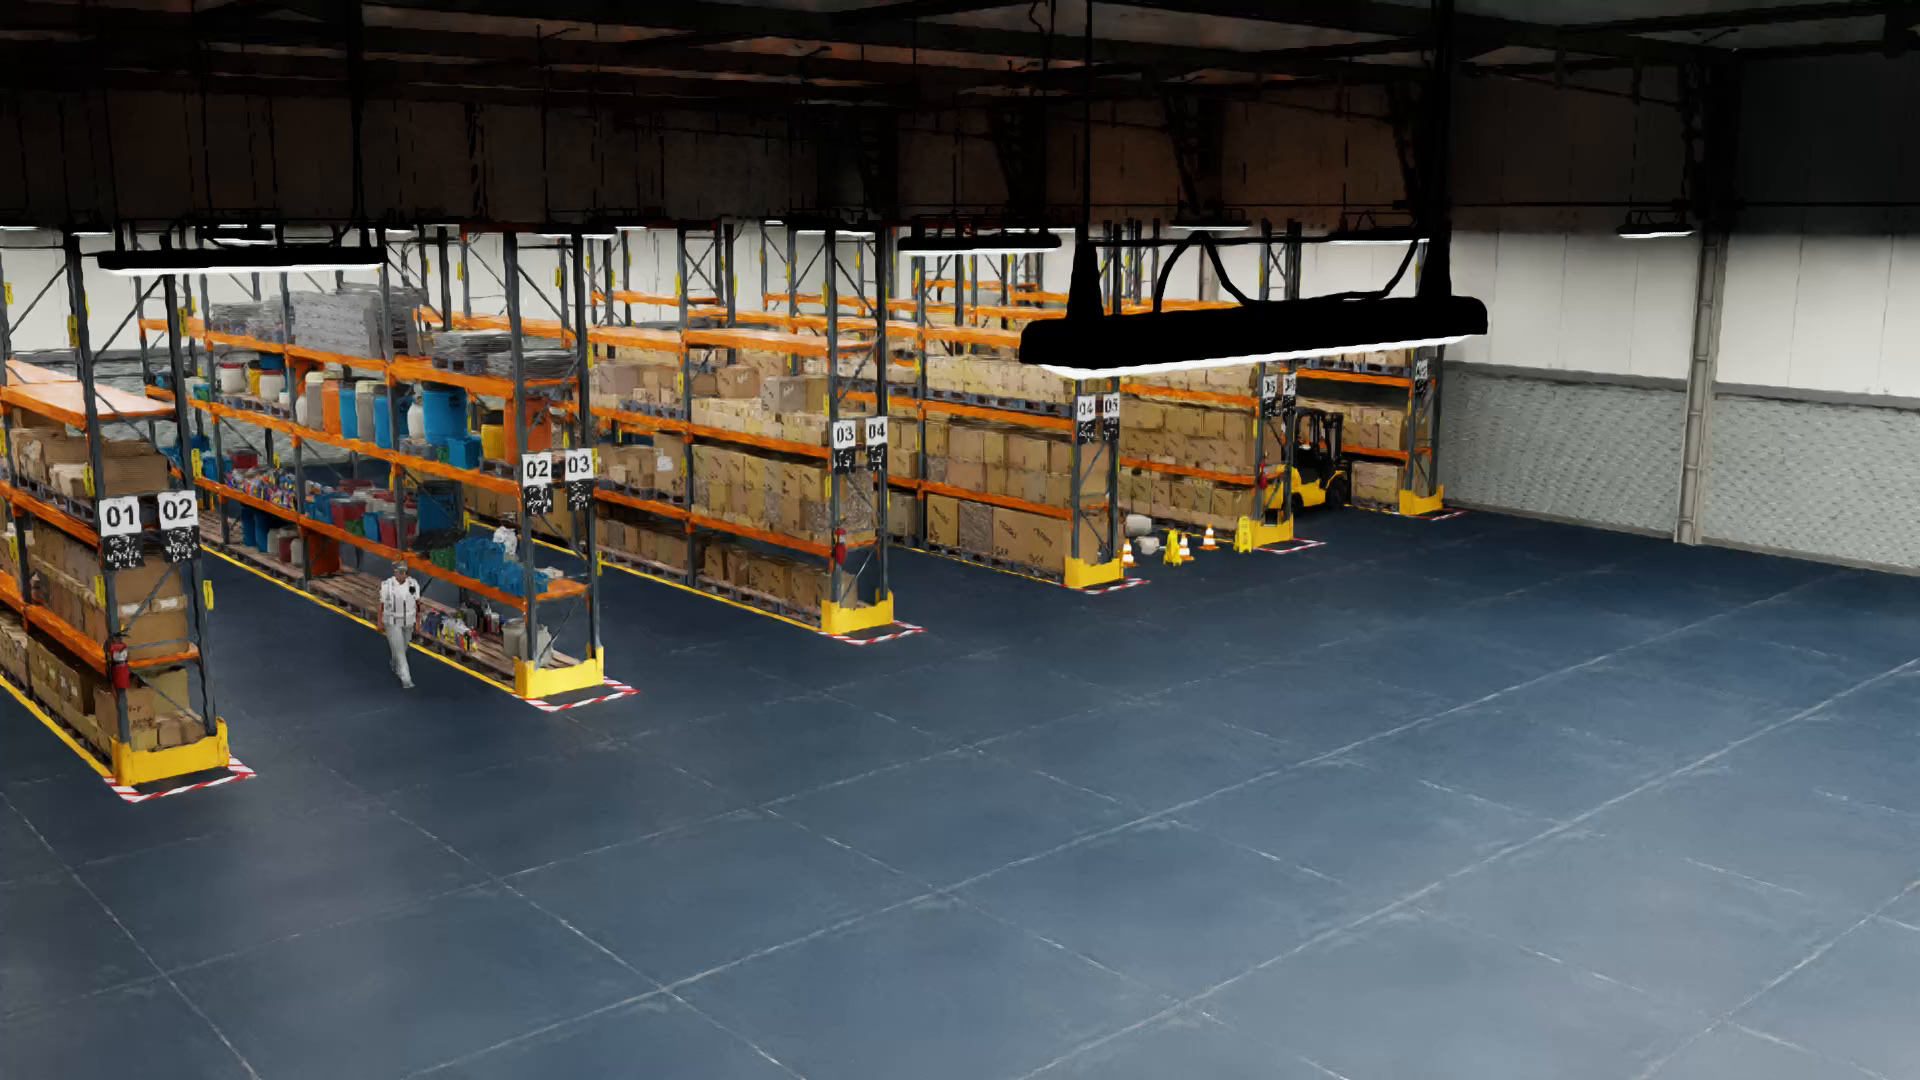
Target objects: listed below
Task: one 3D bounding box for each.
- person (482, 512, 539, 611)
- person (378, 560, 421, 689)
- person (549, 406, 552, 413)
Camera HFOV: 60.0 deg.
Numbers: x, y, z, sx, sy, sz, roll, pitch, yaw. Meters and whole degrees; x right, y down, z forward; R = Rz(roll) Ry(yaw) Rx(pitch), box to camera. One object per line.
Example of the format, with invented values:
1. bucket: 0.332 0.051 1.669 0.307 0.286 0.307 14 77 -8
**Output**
1. person: -7.162 0.320 26.188 0.793 1.613 0.618 6 13 28
2. person: -7.443 1.070 22.219 0.541 1.672 1.116 -10 15 -42
3. person: -10.407 -2.801 41.268 0.509 1.776 0.764 1 11 6
